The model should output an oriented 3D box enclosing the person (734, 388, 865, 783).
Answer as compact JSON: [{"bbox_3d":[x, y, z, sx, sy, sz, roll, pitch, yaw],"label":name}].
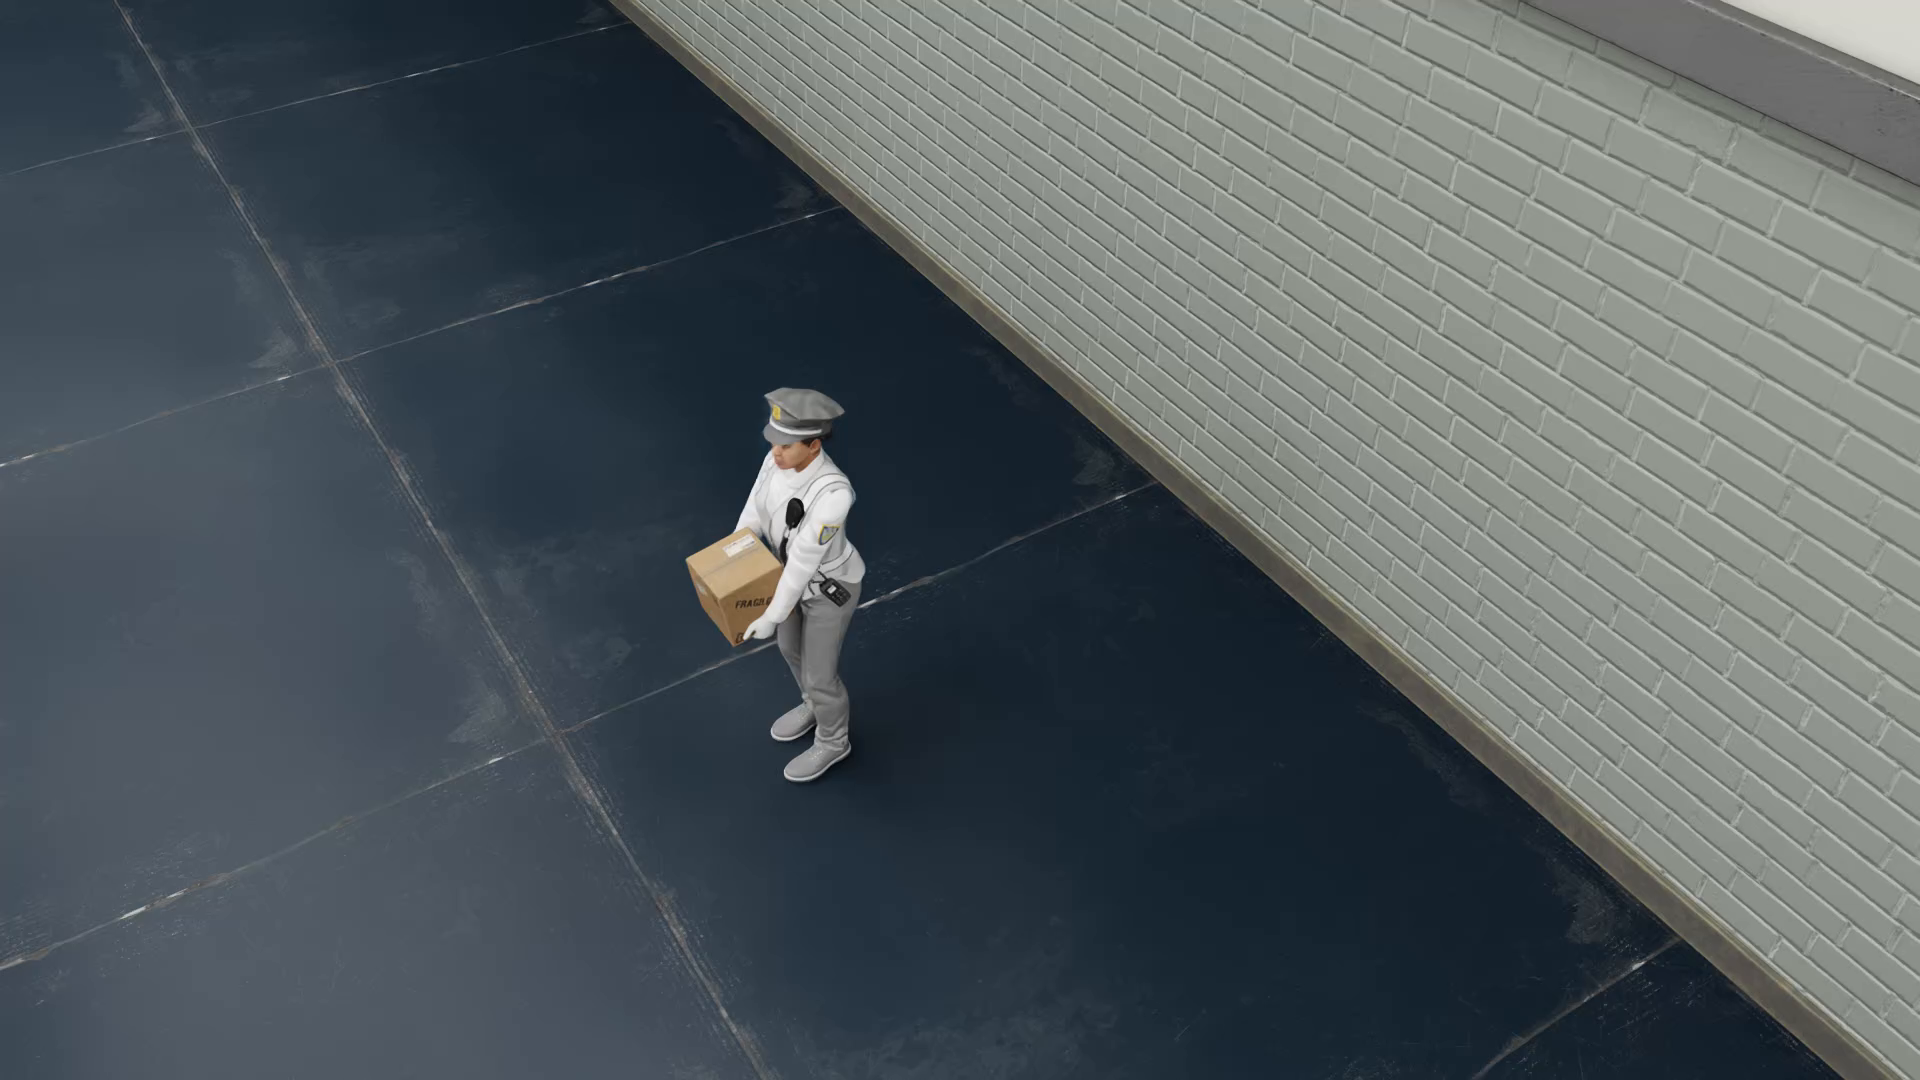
[{"bbox_3d":[-0.598,0.188,5.931,0.521,1.687,0.416,-23,46,-25],"label":"person"}]
